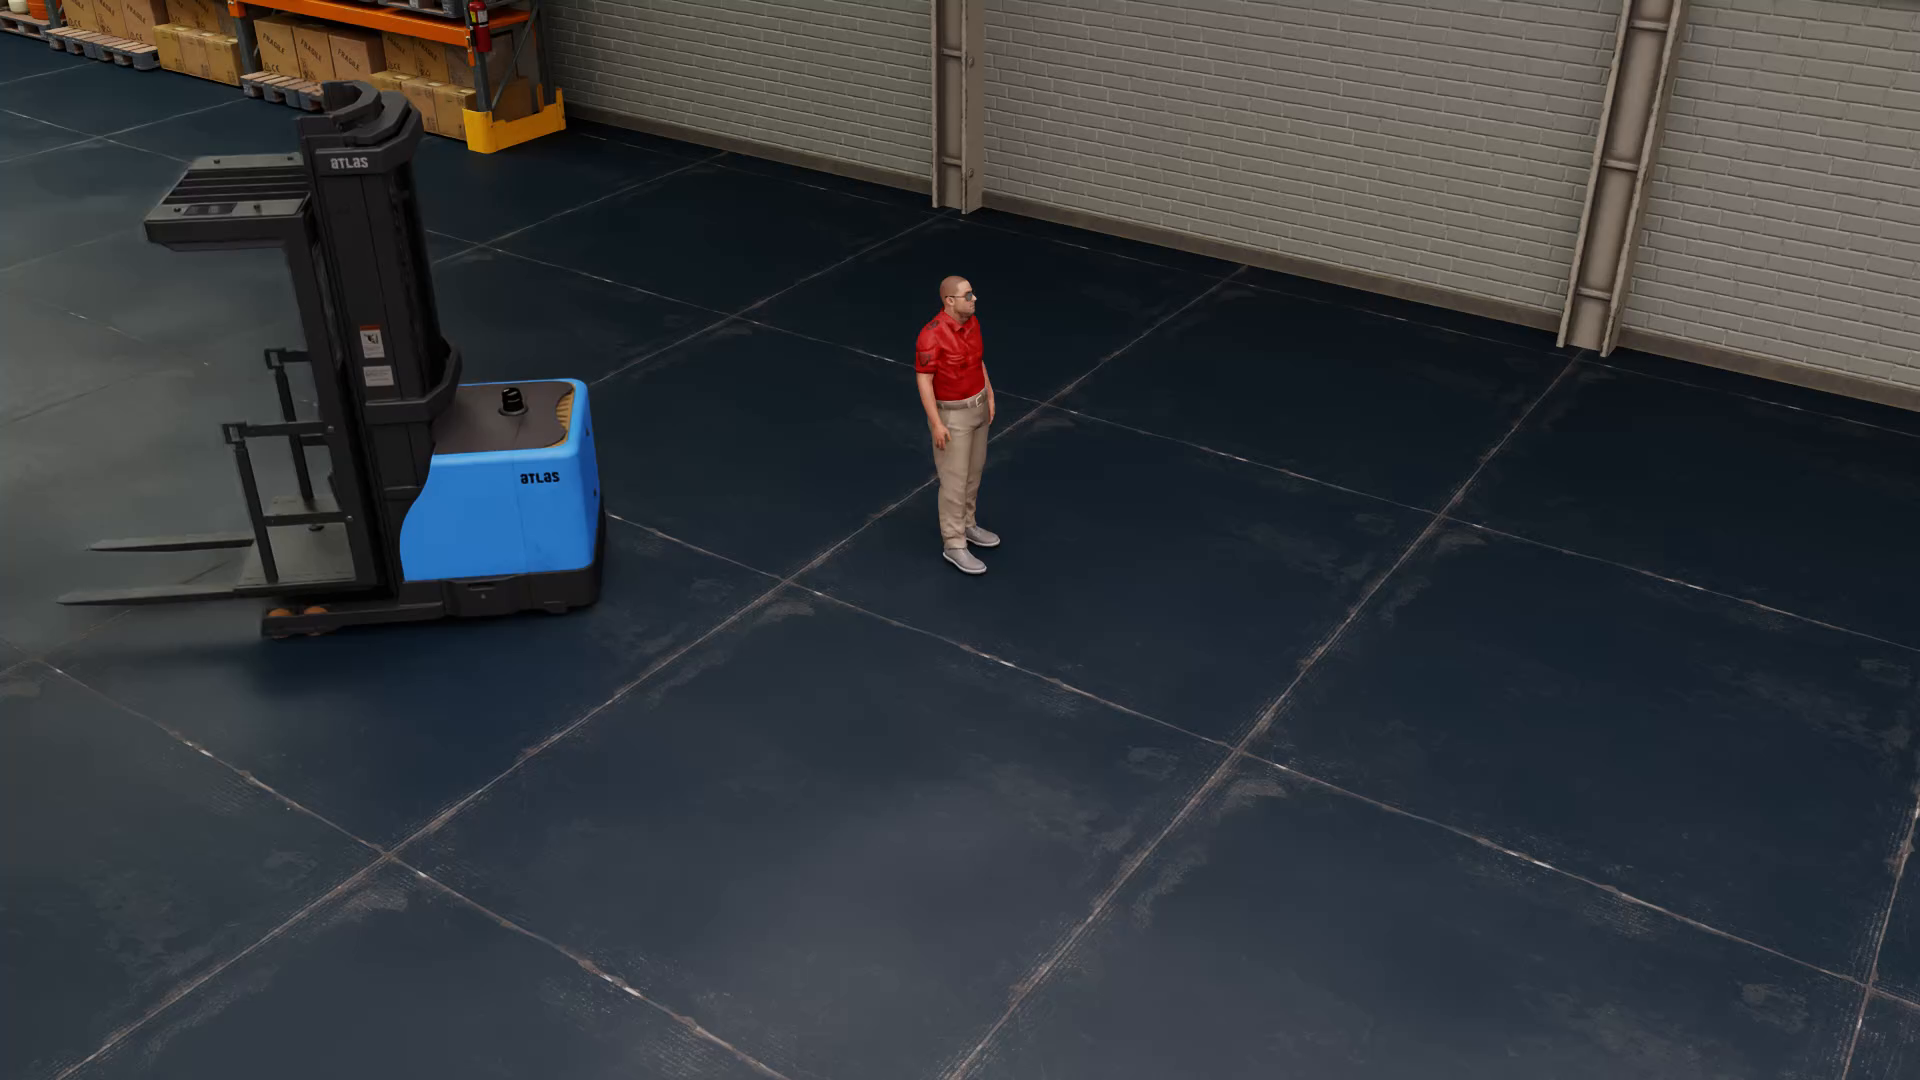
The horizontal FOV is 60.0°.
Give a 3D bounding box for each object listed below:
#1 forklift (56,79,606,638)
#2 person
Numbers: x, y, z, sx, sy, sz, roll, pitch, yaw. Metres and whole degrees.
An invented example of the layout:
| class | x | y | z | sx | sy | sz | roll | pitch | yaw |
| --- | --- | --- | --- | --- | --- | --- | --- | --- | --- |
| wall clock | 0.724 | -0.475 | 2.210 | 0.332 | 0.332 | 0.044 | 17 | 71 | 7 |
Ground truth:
| class | x | y | z | sx | sy | sz | roll | pitch | yaw |
| --- | --- | --- | --- | --- | --- | --- | --- | --- | --- |
| forklift | -3.681 | -0.987 | 9.281 | 3.031 | 2.935 | 1.130 | -4 | 30 | -7 |
| person | 0.068 | -0.724 | 10.011 | 0.550 | 1.727 | 0.641 | 19 | 35 | 29 |
